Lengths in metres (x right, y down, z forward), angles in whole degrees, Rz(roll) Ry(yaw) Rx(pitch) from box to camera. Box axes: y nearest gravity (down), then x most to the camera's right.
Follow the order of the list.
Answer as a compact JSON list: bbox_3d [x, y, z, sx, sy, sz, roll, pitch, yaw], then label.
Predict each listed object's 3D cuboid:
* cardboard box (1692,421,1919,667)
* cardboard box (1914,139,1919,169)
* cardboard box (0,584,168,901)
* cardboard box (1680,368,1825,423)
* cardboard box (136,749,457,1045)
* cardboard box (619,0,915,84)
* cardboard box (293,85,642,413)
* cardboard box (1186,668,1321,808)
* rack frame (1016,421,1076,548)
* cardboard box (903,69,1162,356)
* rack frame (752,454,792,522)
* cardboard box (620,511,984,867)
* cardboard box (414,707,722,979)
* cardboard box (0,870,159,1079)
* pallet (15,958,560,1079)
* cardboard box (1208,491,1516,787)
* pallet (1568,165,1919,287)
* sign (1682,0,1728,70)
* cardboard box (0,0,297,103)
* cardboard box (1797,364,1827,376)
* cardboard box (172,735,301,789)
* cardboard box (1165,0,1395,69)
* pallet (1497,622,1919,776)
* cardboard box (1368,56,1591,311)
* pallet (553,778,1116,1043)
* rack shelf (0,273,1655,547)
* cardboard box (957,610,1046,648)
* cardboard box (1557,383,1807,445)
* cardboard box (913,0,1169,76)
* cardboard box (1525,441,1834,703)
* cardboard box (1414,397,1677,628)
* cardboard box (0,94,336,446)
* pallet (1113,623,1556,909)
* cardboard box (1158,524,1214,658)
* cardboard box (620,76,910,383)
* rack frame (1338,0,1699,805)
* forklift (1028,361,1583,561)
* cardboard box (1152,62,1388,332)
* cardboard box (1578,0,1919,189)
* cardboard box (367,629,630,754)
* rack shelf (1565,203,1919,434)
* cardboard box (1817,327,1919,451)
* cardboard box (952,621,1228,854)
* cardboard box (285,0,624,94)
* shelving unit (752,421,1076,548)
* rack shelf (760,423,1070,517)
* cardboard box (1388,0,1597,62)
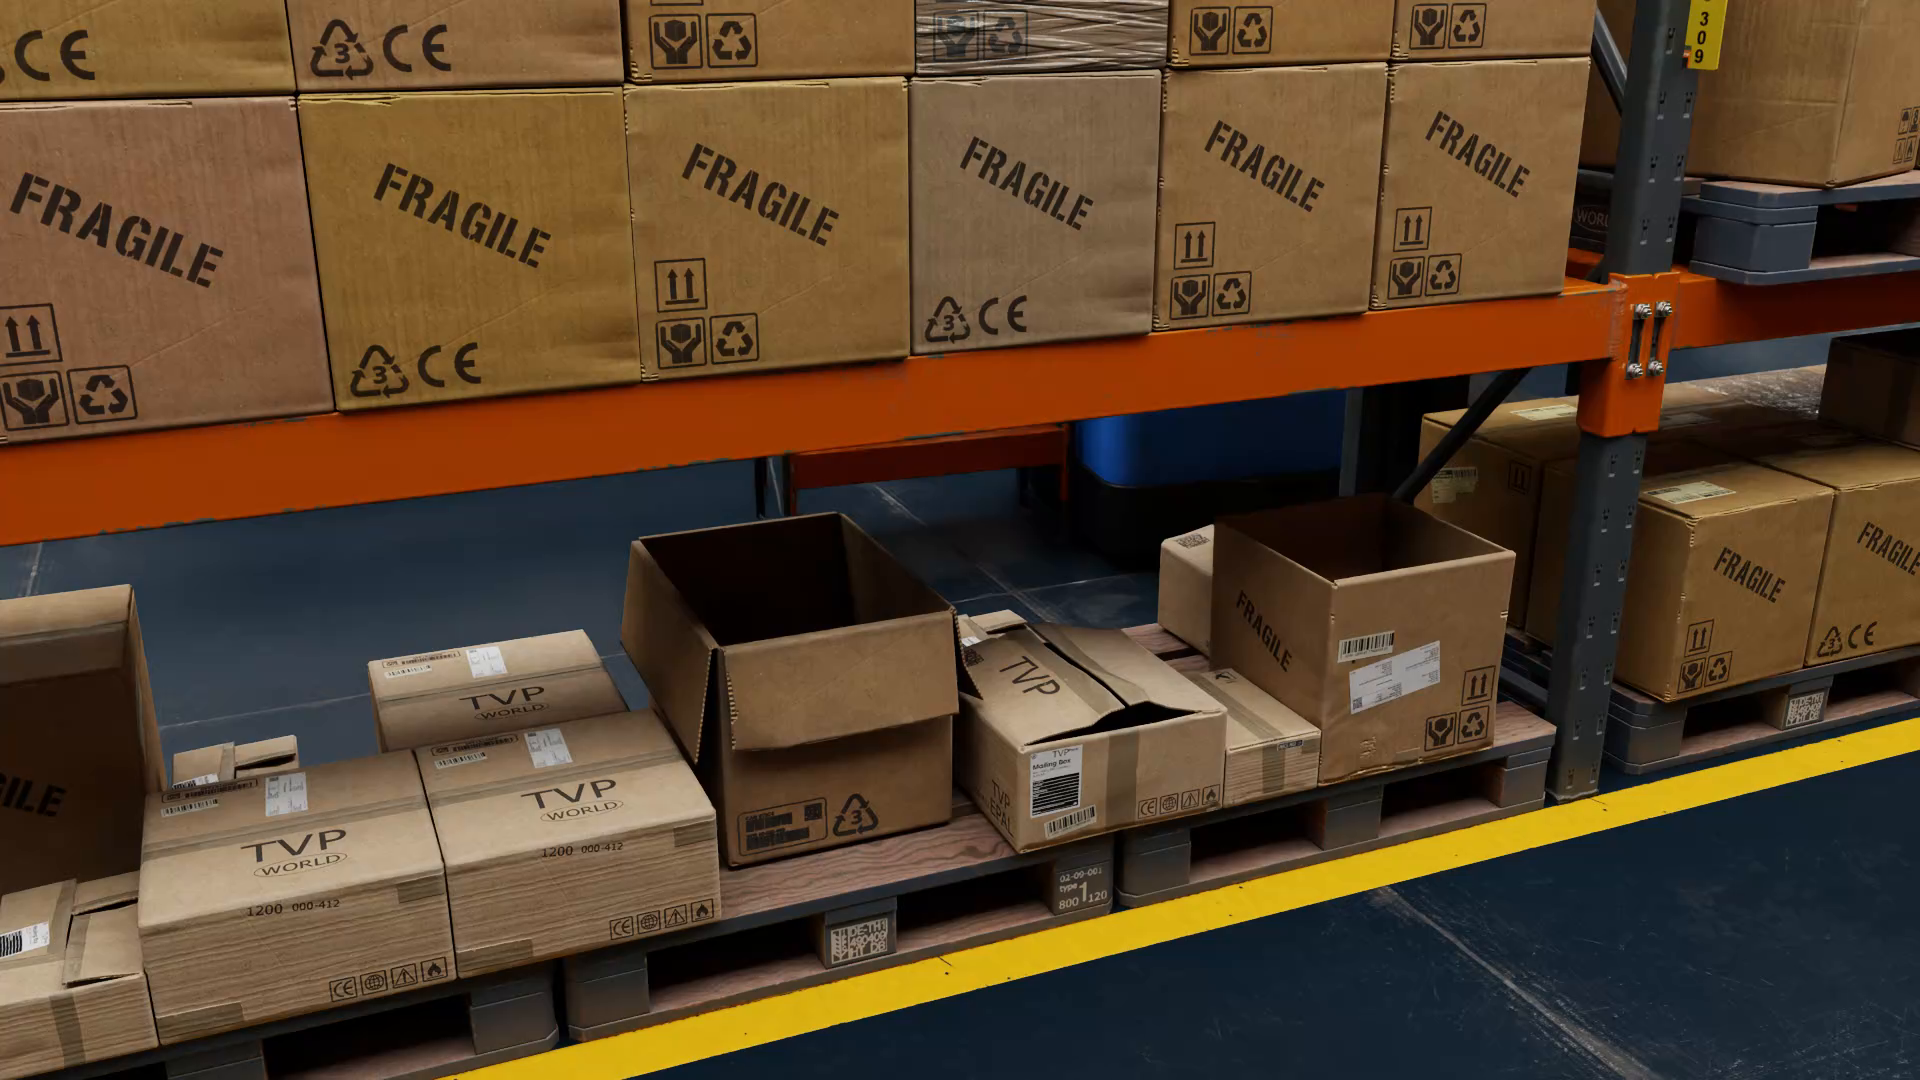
[{"bbox_3d":[2.378,-0.006,4.623,0.500,0.500,0.500,-8,21,-21],"label":"cardboard box"},{"bbox_3d":[2.482,-1.264,4.311,0.500,0.500,0.700,-5,20,-13],"label":"cardboard box"},{"bbox_3d":[-1.919,0.437,3.367,0.500,0.500,0.500,-8,21,-22],"label":"cardboard box"},{"bbox_3d":[2.609,-0.224,5.242,0.500,0.500,0.500,-8,21,-21],"label":"cardboard box"},{"bbox_3d":[-1.250,0.650,3.136,0.500,0.250,0.500,-8,21,-22],"label":"cardboard box"},{"bbox_3d":[-0.405,-1.087,2.938,0.500,0.500,0.500,-8,21,-22],"label":"cardboard box"},{"bbox_3d":[-0.875,-0.548,2.911,0.500,0.500,0.500,-8,21,-22],"label":"cardboard box"},{"bbox_3d":[0.621,0.452,3.852,0.250,0.149,0.380,-8,21,-22],"label":"cardboard box"},{"bbox_3d":[0.309,-0.582,5.980,0.032,1.125,0.500,-6,20,-18],"label":"rack frame"},{"bbox_3d":[0.051,-0.681,3.289,0.500,0.500,0.500,-8,21,-21],"label":"cardboard box"},{"bbox_3d":[-0.653,-0.473,5.672,0.032,1.125,0.500,-6,20,-18],"label":"rack frame"},{"bbox_3d":[-0.371,0.304,3.738,0.637,0.503,0.797,-8,21,-22],"label":"cardboard box"},{"bbox_3d":[-0.791,0.585,3.323,0.500,0.250,0.500,-8,21,-22],"label":"cardboard box"},{"bbox_3d":[-1.571,0.757,2.958,0.250,0.166,0.380,-8,21,-22],"label":"cardboard box"},{"bbox_3d":[-1.519,0.812,3.398,1.213,0.211,1.003,-8,21,-22],"label":"pallet"},{"bbox_3d":[0.941,0.219,3.986,0.500,0.500,0.500,-8,21,-22],"label":"cardboard box"},{"bbox_3d":[2.129,-0.896,4.339,1.213,0.211,1.003,-8,21,-22],"label":"pallet"},{"bbox_3d":[1.574,-1.158,3.492,0.005,0.325,0.100,-8,21,-22],"label":"sign"},{"bbox_3d":[-1.332,-0.956,2.565,0.500,0.500,0.500,-8,21,-21],"label":"cardboard box"},{"bbox_3d":[3.076,-0.291,5.434,0.500,0.500,0.500,-9,21,-24],"label":"cardboard box"},{"bbox_3d":[-1.512,0.568,3.496,0.250,0.166,0.380,-8,21,-22],"label":"cardboard box"},{"bbox_3d":[0.521,-1.220,3.313,0.500,0.500,0.500,-9,21,-23],"label":"cardboard box"},{"bbox_3d":[2.084,0.282,4.902,1.213,0.211,1.003,-8,21,-22],"label":"pallet"},{"bbox_3d":[0.995,-0.818,3.677,0.500,0.500,0.500,-8,21,-21],"label":"cardboard box"},{"bbox_3d":[-0.401,0.653,3.851,1.213,0.211,1.003,-8,21,-22],"label":"pallet"},{"bbox_3d":[-0.484,-0.312,3.475,4.000,0.370,1.077,-8,21,-22],"label":"rack shelf"},{"bbox_3d":[0.091,0.321,4.199,0.250,0.166,0.380,-8,21,-22],"label":"cardboard box"},{"bbox_3d":[2.149,-0.158,5.055,0.500,0.500,0.500,-8,21,-22],"label":"cardboard box"},{"bbox_3d":[0.058,-1.153,3.125,0.500,0.500,0.500,-8,21,-21],"label":"cardboard box"},{"bbox_3d":[1.893,0.068,4.414,0.500,0.500,0.500,-9,21,-24],"label":"cardboard box"},{"bbox_3d":[1.692,-0.095,4.877,0.500,0.500,0.500,-8,21,-22],"label":"cardboard box"},{"bbox_3d":[-1.337,-0.483,2.726,0.500,0.500,0.500,-8,21,-22],"label":"cardboard box"},{"bbox_3d":[0.721,0.491,4.310,1.213,0.211,1.003,-8,21,-22],"label":"pallet"},{"bbox_3d":[0.881,0.136,4.507,0.500,0.311,0.500,-8,21,-22],"label":"cardboard box"},{"bbox_3d":[-0.416,-0.613,3.097,0.500,0.500,0.500,-8,21,-21],"label":"cardboard box"},{"bbox_3d":[1.352,-0.914,4.103,0.127,3.000,1.000,-8,21,-22],"label":"rack frame"},{"bbox_3d":[1.820,-1.561,6.042,3.031,2.935,1.130,-5,20,-15],"label":"forklift"},{"bbox_3d":[0.522,-0.749,3.483,0.500,0.500,0.500,-8,21,-20],"label":"cardboard box"},{"bbox_3d":[1.876,-1.154,4.000,0.500,0.500,0.700,-17,26,-40],"label":"cardboard box"},{"bbox_3d":[-1.035,0.439,3.737,0.500,0.250,0.500,-8,21,-22],"label":"cardboard box"},{"bbox_3d":[3.188,-0.838,4.969,4.000,0.370,1.077,-8,21,-22],"label":"rack shelf"},{"bbox_3d":[2.811,-0.418,4.663,0.500,0.250,0.500,-8,21,-22],"label":"cardboard box"},{"bbox_3d":[0.253,0.406,3.737,0.500,0.311,0.500,-8,21,-22],"label":"cardboard box"},{"bbox_3d":[-0.871,-1.020,2.747,0.500,0.500,0.500,-8,21,-21],"label":"cardboard box"},{"bbox_3d":[-0.172,-0.527,5.826,1.048,1.125,0.538,-6,20,-18],"label":"shelving unit"},{"bbox_3d":[-0.172,-0.297,5.907,1.000,0.278,0.538,-6,20,-18],"label":"rack shelf"},{"bbox_3d":[0.990,-1.288,3.507,0.500,0.500,0.500,-8,21,-22],"label":"cardboard box"}]
